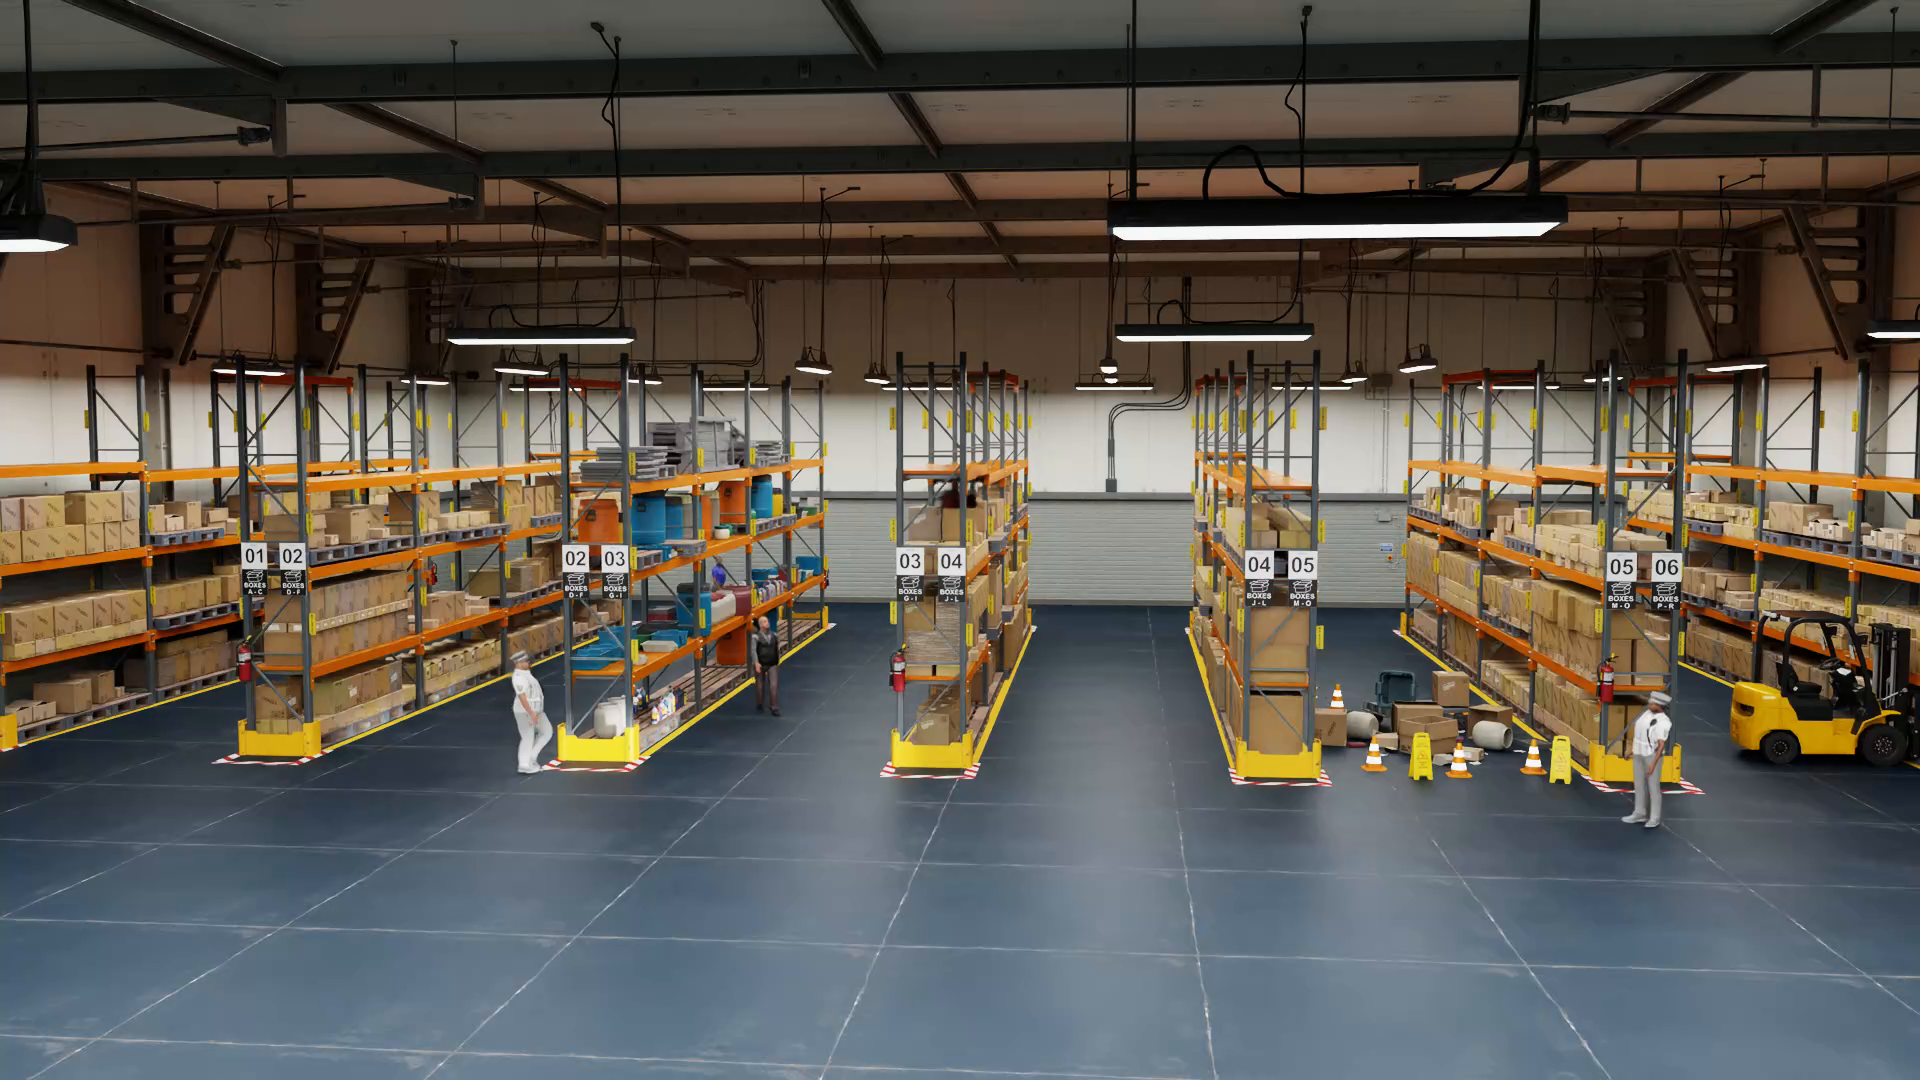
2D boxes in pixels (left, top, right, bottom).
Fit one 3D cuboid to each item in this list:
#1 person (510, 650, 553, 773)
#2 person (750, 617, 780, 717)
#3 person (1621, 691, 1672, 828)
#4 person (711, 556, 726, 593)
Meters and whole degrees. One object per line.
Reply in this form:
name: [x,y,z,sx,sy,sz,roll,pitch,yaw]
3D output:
person: [-6.111,2.439,23.577,0.506,1.775,0.556,1,4,16]
person: [-3.315,2.147,28.349,0.526,1.669,1.023,-1,4,-12]
person: [8.505,2.704,20.630,0.398,1.687,0.579,-2,4,-24]
person: [-5.963,1.218,41.649,0.926,1.615,0.558,1,4,15]
